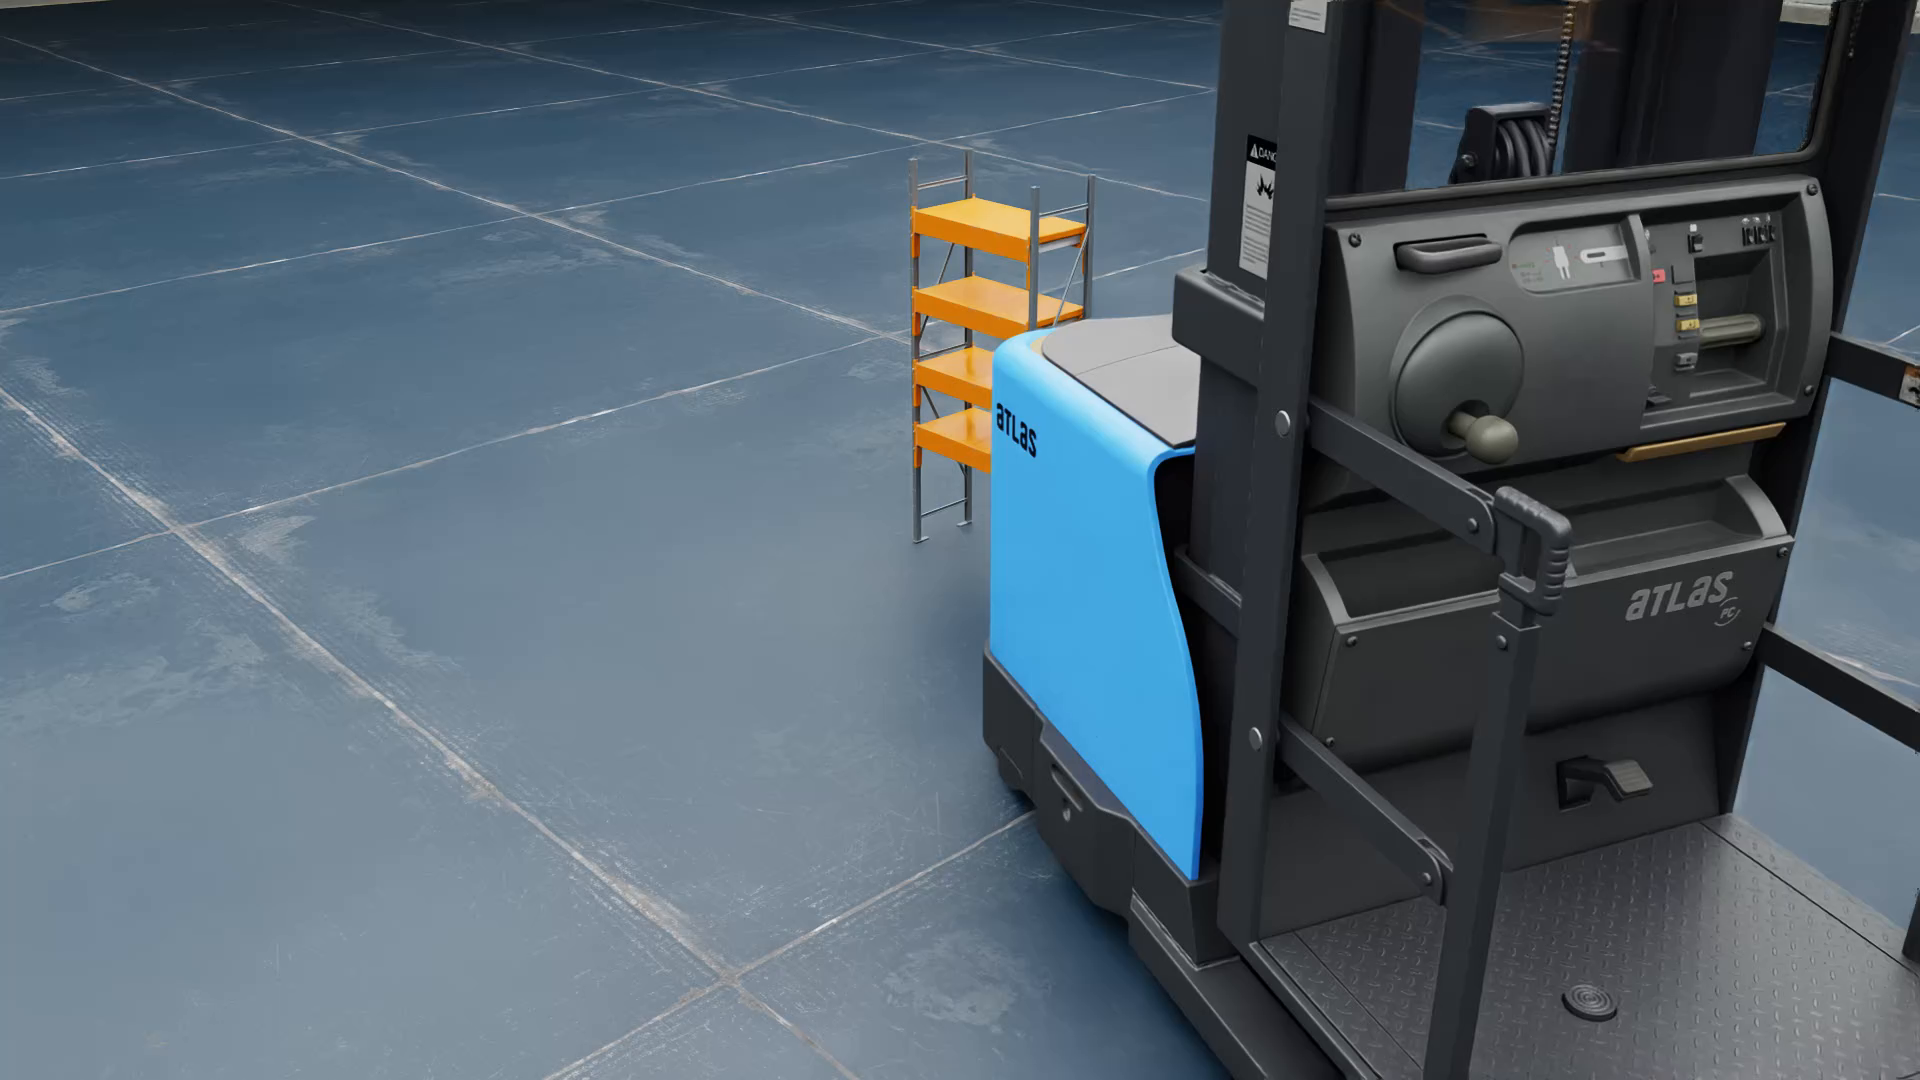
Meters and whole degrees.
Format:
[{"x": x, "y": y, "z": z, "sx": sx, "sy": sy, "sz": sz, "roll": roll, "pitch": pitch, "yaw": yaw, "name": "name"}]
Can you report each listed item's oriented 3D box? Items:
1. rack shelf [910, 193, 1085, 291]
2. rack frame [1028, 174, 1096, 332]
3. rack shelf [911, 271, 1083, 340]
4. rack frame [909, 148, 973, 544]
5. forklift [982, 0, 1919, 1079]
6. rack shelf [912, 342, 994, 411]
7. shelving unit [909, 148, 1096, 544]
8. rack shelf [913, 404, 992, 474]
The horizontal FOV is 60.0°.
[{"x": 0.113, "y": -0.853, "z": 4.728, "sx": 0.258, "sy": 0.148, "sz": 0.480, "roll": -21, "pitch": 32, "yaw": -38, "name": "rack shelf"}, {"x": 0.280, "y": -0.422, "z": 4.729, "sx": 0.240, "sy": 1.200, "sz": 0.015, "roll": -21, "pitch": 32, "yaw": -38, "name": "rack frame"}, {"x": 0.113, "y": -0.638, "z": 4.826, "sx": 0.258, "sy": 0.148, "sz": 0.480, "roll": -21, "pitch": 32, "yaw": -38, "name": "rack shelf"}, {"x": -0.054, "y": -0.570, "z": 5.053, "sx": 0.240, "sy": 1.200, "sz": 0.015, "roll": -21, "pitch": 32, "yaw": -38, "name": "rack frame"}, {"x": 1.073, "y": -0.318, "z": 2.415, "sx": 1.130, "sy": 2.935, "sz": 3.031, "roll": -9, "pitch": 26, "yaw": -20, "name": "forklift"}, {"x": 0.113, "y": -0.435, "z": 4.919, "sx": 0.258, "sy": 0.148, "sz": 0.480, "roll": -21, "pitch": 32, "yaw": -38, "name": "rack shelf"}, {"x": 0.113, "y": -0.496, "z": 4.891, "sx": 0.258, "sy": 1.200, "sz": 0.503, "roll": -21, "pitch": 32, "yaw": -38, "name": "shelving unit"}, {"x": 0.113, "y": -0.254, "z": 5.001, "sx": 0.258, "sy": 0.148, "sz": 0.480, "roll": -21, "pitch": 32, "yaw": -38, "name": "rack shelf"}]
